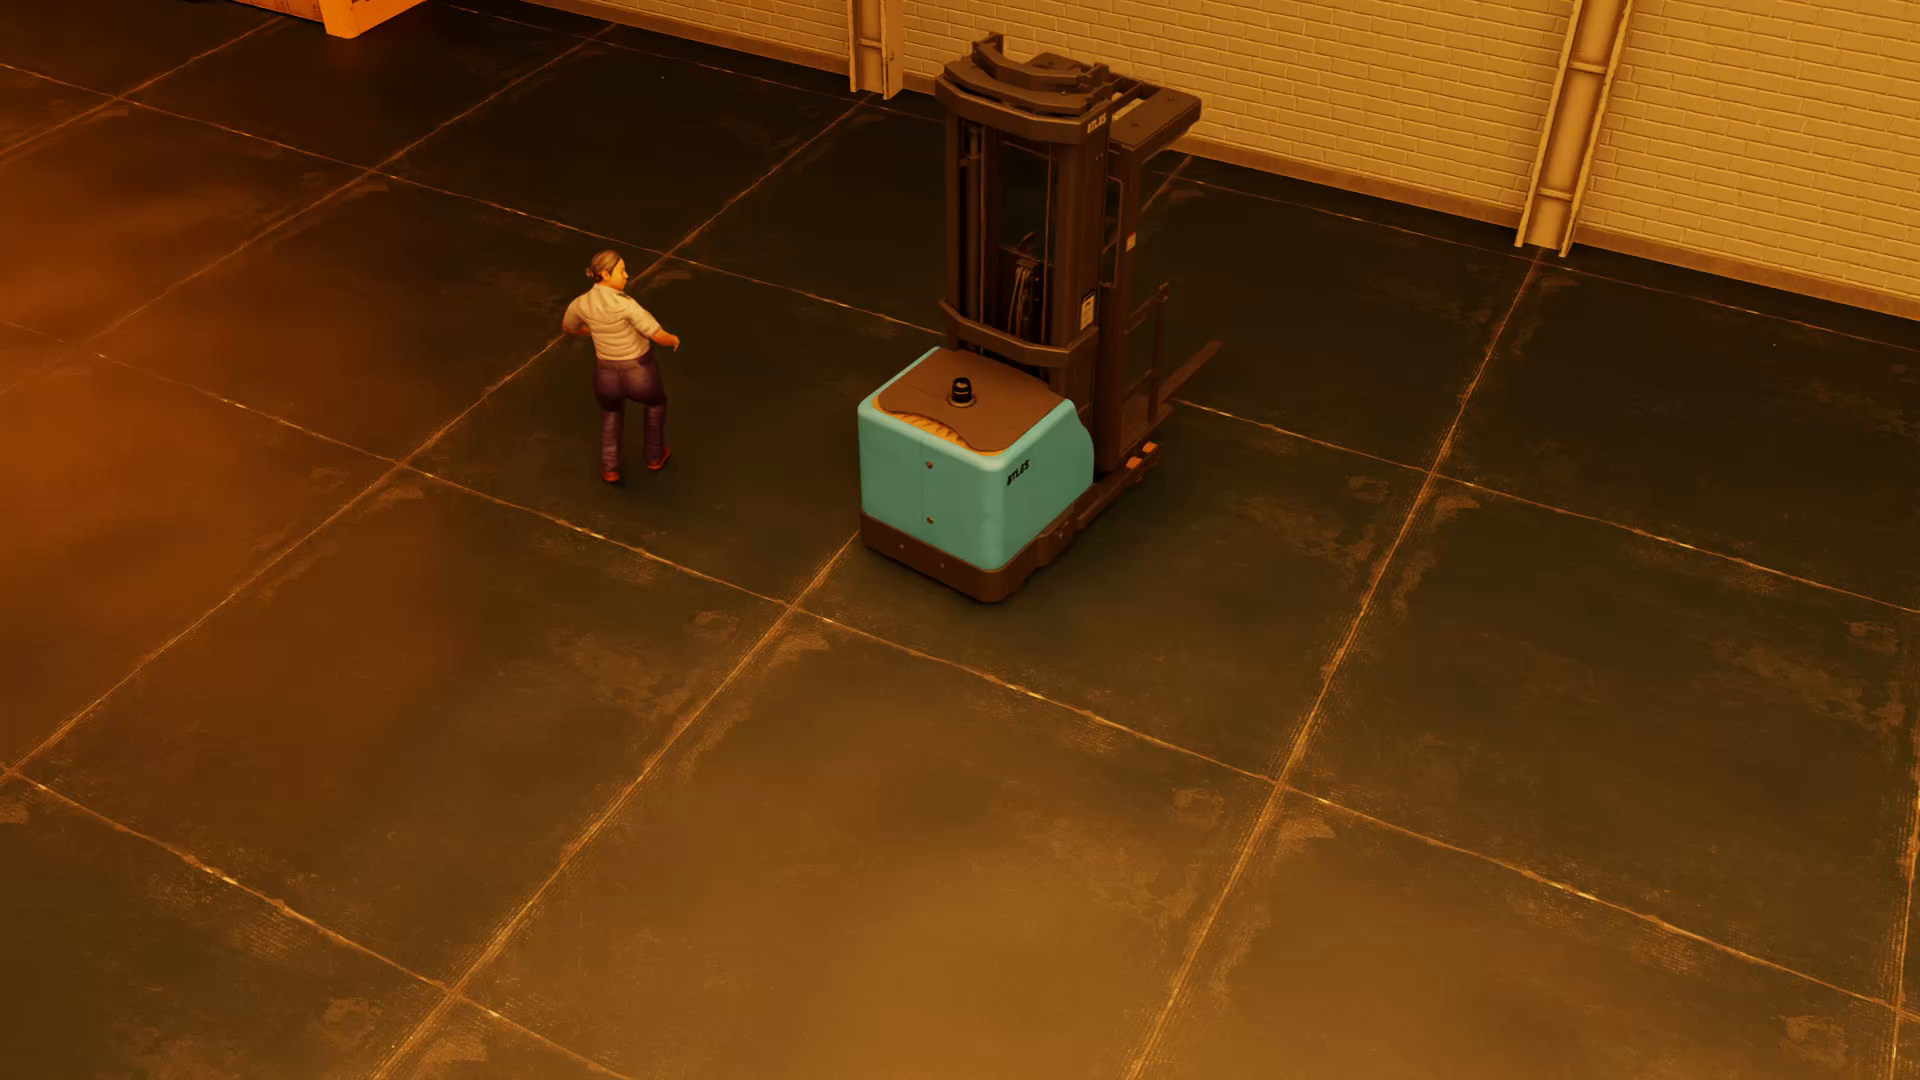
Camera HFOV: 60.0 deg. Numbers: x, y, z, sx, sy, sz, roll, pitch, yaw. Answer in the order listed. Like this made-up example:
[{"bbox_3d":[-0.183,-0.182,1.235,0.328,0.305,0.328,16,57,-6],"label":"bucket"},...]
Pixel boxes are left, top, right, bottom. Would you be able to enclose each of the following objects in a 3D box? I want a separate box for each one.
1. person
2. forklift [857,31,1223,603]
[{"bbox_3d":[-2.090,-1.089,10.360,0.719,1.609,0.603,5,40,6],"label":"person"},{"bbox_3d":[0.667,-1.659,9.956,1.130,2.935,3.031,25,46,27],"label":"forklift"}]
